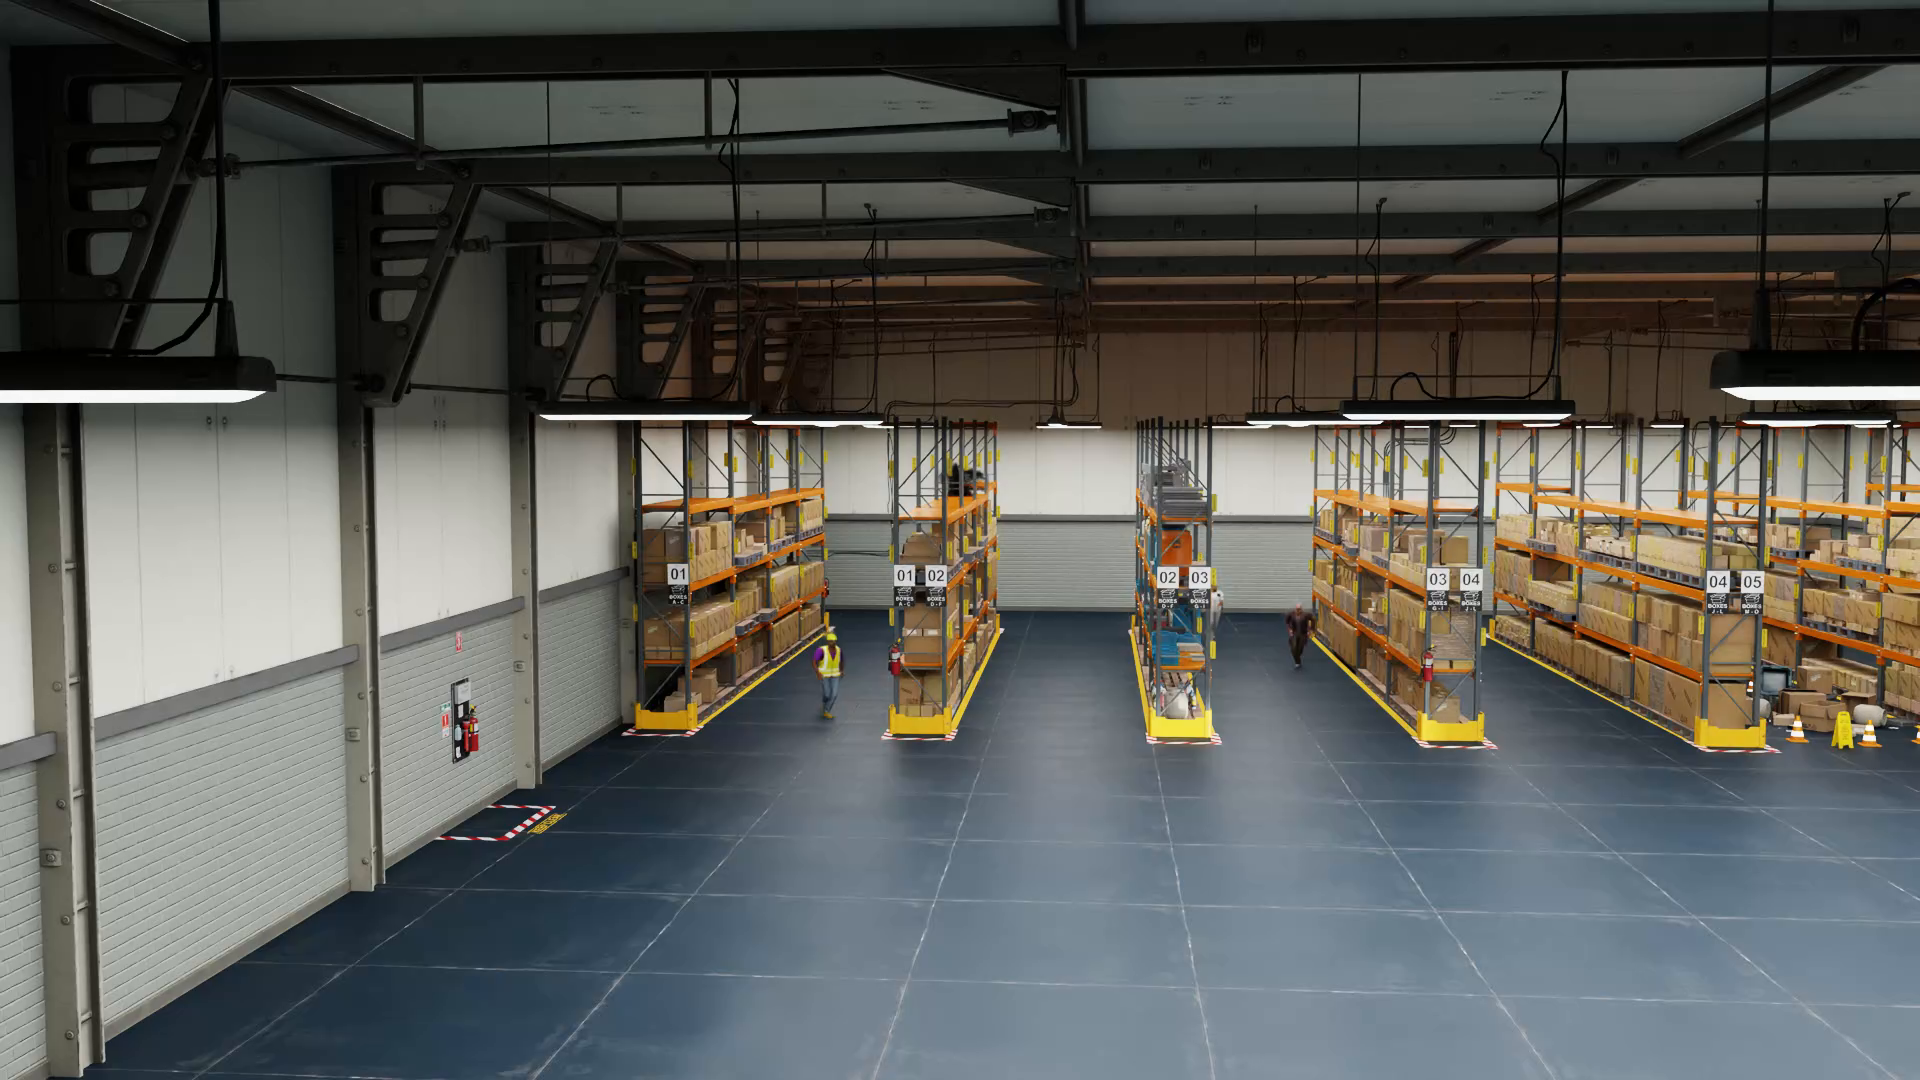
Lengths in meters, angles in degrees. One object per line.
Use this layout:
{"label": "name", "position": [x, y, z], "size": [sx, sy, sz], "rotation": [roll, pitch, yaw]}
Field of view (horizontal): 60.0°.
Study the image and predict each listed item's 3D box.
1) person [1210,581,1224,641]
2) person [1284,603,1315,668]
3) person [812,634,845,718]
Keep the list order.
{"label": "person", "position": [6.941, 1.956, 45.364], "size": [0.500, 1.684, 0.788], "rotation": [0, 4, -5]}
{"label": "person", "position": [8.208, 2.300, 40.183], "size": [0.728, 1.606, 0.915], "rotation": [1, 4, 12]}
{"label": "person", "position": [-2.632, 2.704, 33.273], "size": [0.701, 1.701, 0.591], "rotation": [-2, 4, -23]}
